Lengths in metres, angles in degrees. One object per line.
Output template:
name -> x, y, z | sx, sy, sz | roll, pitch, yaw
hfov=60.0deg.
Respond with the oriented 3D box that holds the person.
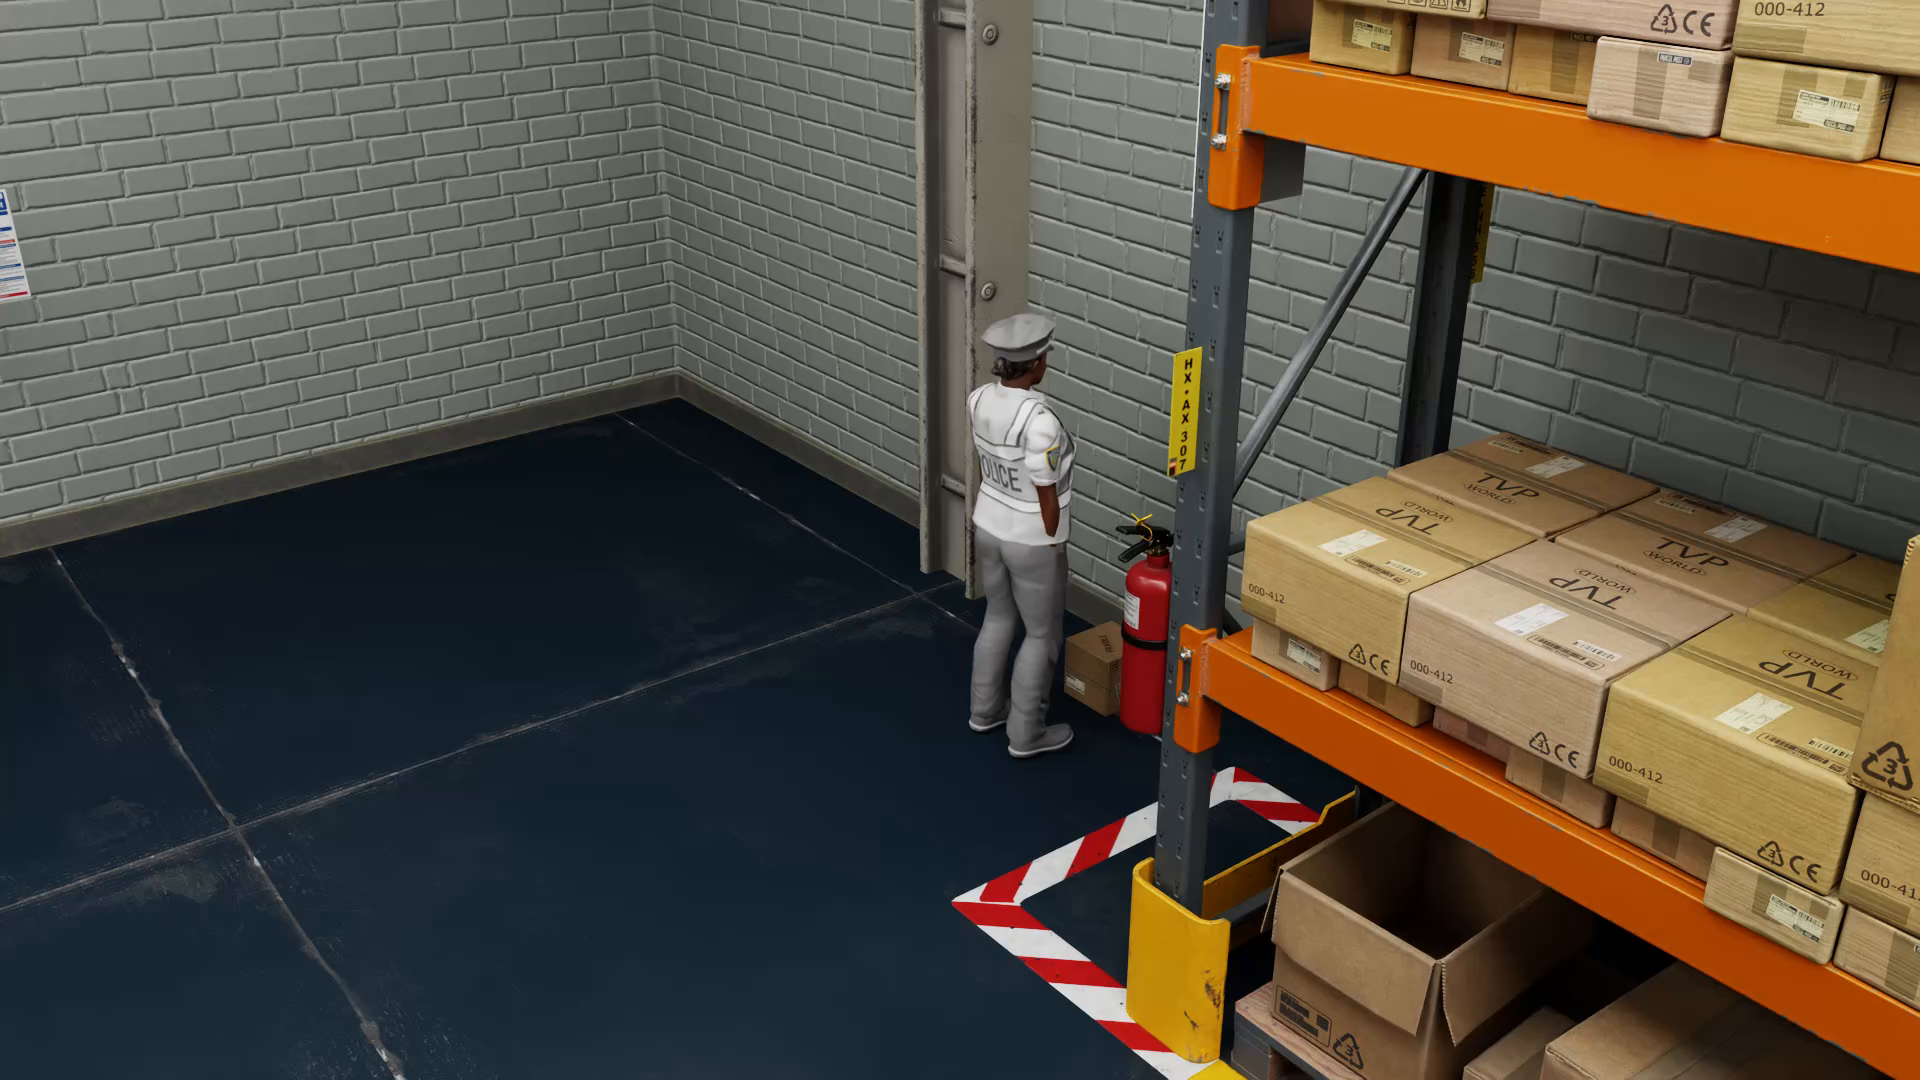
person -> 0.228, -0.013, 6.132 | 0.341, 1.669, 0.437 | -17, 30, -33
